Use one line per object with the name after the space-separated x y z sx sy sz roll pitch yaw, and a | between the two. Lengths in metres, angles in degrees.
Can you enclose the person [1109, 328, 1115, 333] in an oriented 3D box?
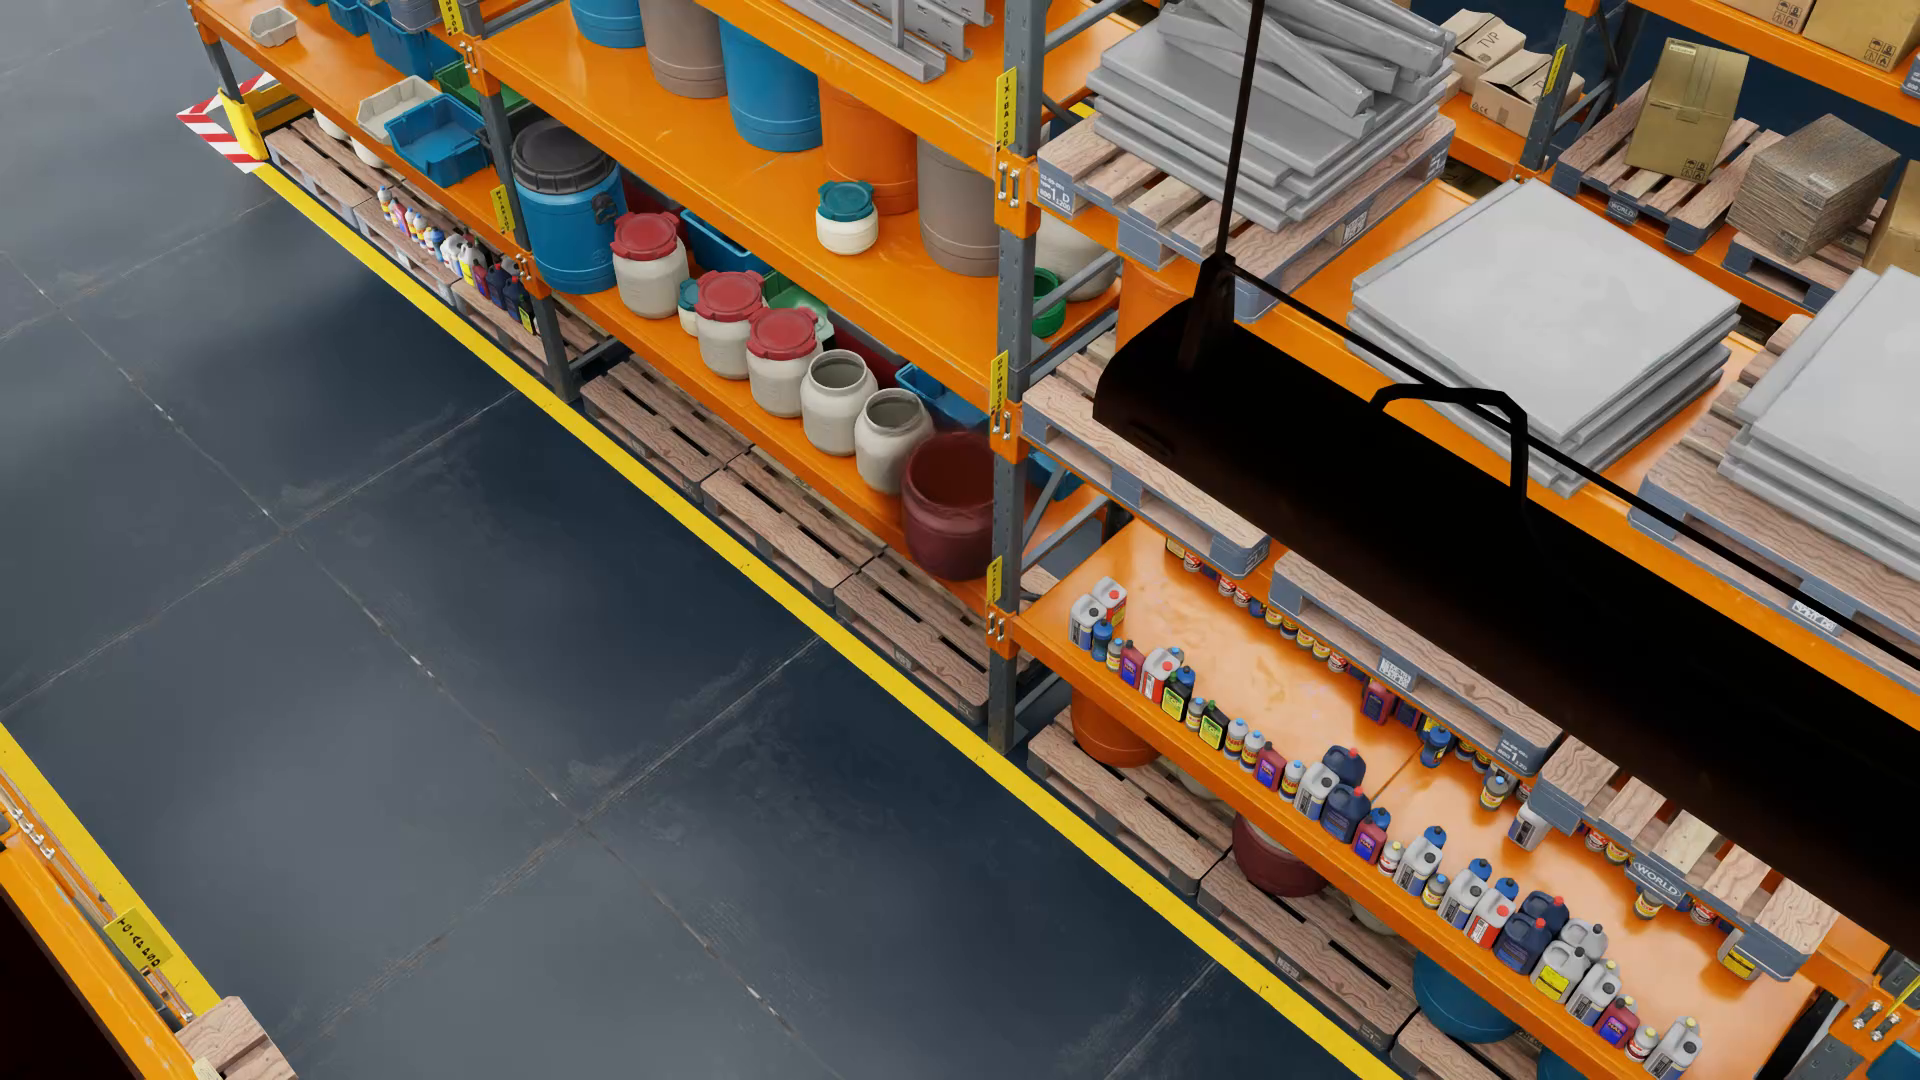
0.909 -1.027 10.118 0.725 1.778 0.569 29 56 22 | person
